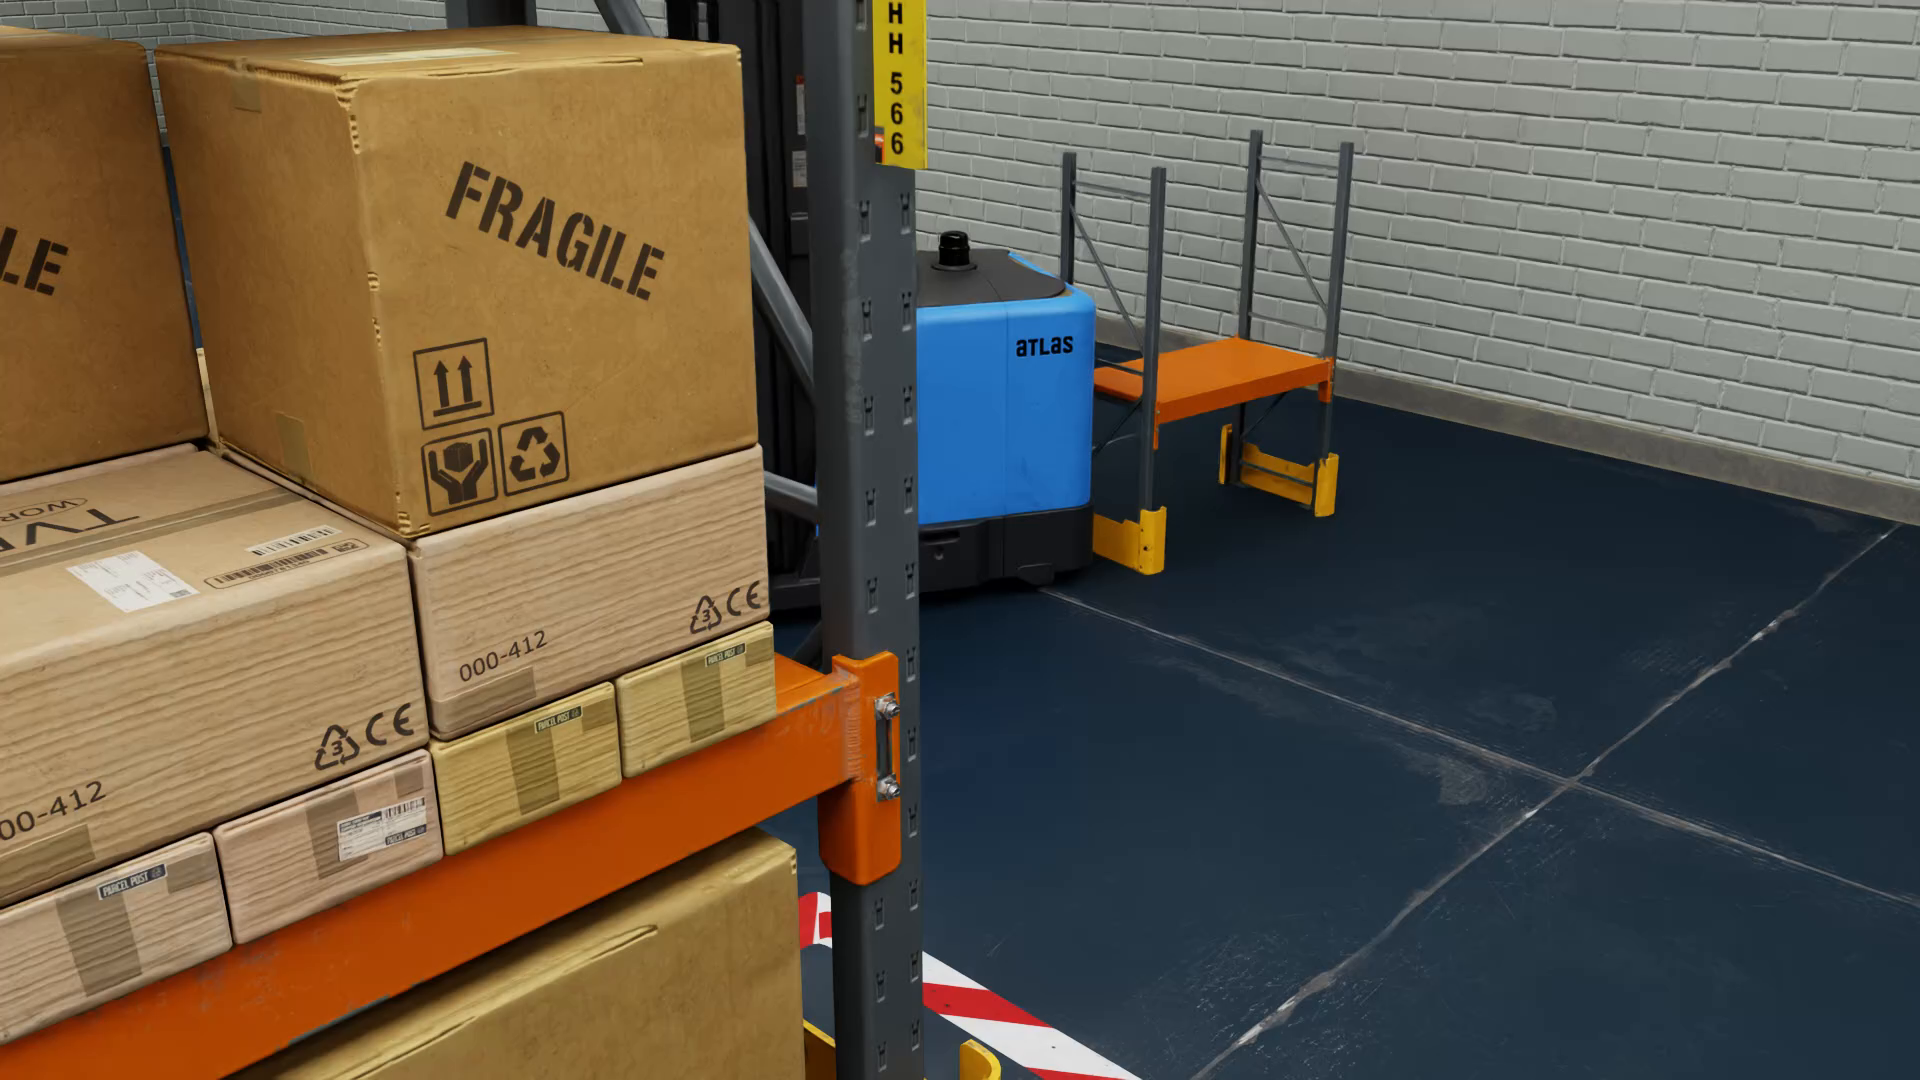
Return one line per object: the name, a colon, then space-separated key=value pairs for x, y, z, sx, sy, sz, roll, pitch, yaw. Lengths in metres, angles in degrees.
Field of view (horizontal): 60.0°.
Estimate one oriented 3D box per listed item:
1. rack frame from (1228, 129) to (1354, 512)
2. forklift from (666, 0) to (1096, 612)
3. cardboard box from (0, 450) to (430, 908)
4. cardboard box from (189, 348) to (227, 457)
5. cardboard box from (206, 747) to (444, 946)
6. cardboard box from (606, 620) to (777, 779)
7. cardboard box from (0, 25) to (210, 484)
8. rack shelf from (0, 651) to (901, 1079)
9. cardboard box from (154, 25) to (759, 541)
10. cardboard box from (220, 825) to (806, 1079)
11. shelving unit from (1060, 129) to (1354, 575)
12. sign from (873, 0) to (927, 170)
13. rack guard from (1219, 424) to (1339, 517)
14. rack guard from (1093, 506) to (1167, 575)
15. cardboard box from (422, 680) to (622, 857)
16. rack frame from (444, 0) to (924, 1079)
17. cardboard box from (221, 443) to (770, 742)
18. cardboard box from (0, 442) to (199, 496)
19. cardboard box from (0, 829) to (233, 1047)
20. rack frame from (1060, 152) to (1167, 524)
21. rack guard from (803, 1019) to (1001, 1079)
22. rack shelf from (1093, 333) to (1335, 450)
rack frame: x=1.335 y=-0.882 z=6.779 sx=0.032 sy=1.500 sz=0.500 roll=-16 pitch=26 yaw=-36
forklift: x=-1.083 y=-1.214 z=5.648 sx=3.031 sy=2.935 sz=1.130 roll=-7 pitch=22 yaw=-17
cardboard box: x=-0.961 y=0.124 z=1.865 sx=0.500 sy=0.250 sz=0.500 roll=19 pitch=28 yaw=40
cardboard box: x=-0.987 y=-0.141 z=2.555 sx=0.500 sy=0.250 sz=0.500 roll=18 pitch=28 yaw=39
cardboard box: x=-0.828 y=0.295 z=1.976 sx=0.380 sy=0.149 sz=0.250 roll=19 pitch=28 yaw=41
cardboard box: x=-0.471 y=0.163 z=2.319 sx=0.250 sy=0.149 sz=0.380 roll=-20 pitch=28 yaw=-41
cardboard box: x=-1.336 y=-0.363 z=2.086 sx=0.500 sy=0.500 sz=0.500 roll=18 pitch=28 yaw=39
rack shelf: x=-1.854 y=0.722 z=1.518 sx=1.077 sy=0.370 sz=4.000 roll=19 pitch=28 yaw=41
cardboard box: x=-0.610 y=-0.356 z=2.069 sx=0.500 sy=0.500 sz=0.500 roll=20 pitch=29 yaw=41
cardboard box: x=-0.848 y=0.852 z=2.553 sx=0.875 sy=0.875 sz=0.875 roll=19 pitch=28 yaw=41
shelving unit: x=0.947 y=-0.769 z=6.486 sx=1.083 sy=1.500 sz=0.587 roll=-16 pitch=26 yaw=-36
sign: x=-0.080 y=-0.640 z=2.114 sx=0.100 sy=0.325 sz=0.005 roll=19 pitch=28 yaw=41
rack guard: x=1.334 y=-0.298 z=7.002 sx=0.087 sy=0.250 sz=0.587 roll=-16 pitch=26 yaw=-36
rack guard: x=0.560 y=-0.073 z=6.417 sx=0.087 sy=0.250 sz=0.587 roll=-16 pitch=26 yaw=-36
cardboard box: x=-0.651 y=0.230 z=2.145 sx=0.380 sy=0.149 sz=0.250 roll=20 pitch=28 yaw=41
rack frame: x=-0.459 y=-0.128 z=2.727 sx=1.000 sy=3.000 sz=0.127 roll=19 pitch=28 yaw=41
cardboard box: x=-0.607 y=-0.006 z=2.204 sx=0.500 sy=0.250 sz=0.500 roll=19 pitch=28 yaw=40
cardboard box: x=-1.345 y=-0.006 z=2.203 sx=0.500 sy=0.250 sz=0.500 roll=19 pitch=28 yaw=40
cardboard box: x=-1.003 y=0.359 z=1.810 sx=0.250 sy=0.149 sz=0.380 roll=-20 pitch=28 yaw=-41
rack frame: x=0.545 y=-0.652 z=6.182 sx=0.032 sy=1.500 sz=0.500 roll=-16 pitch=26 yaw=-36
rack guard: x=-0.442 y=1.033 z=3.191 sx=1.175 sy=0.500 sz=0.348 roll=19 pitch=28 yaw=41
rack shelf: x=0.940 y=-0.599 z=6.545 sx=1.000 sy=0.185 sz=0.538 roll=-16 pitch=26 yaw=-36
